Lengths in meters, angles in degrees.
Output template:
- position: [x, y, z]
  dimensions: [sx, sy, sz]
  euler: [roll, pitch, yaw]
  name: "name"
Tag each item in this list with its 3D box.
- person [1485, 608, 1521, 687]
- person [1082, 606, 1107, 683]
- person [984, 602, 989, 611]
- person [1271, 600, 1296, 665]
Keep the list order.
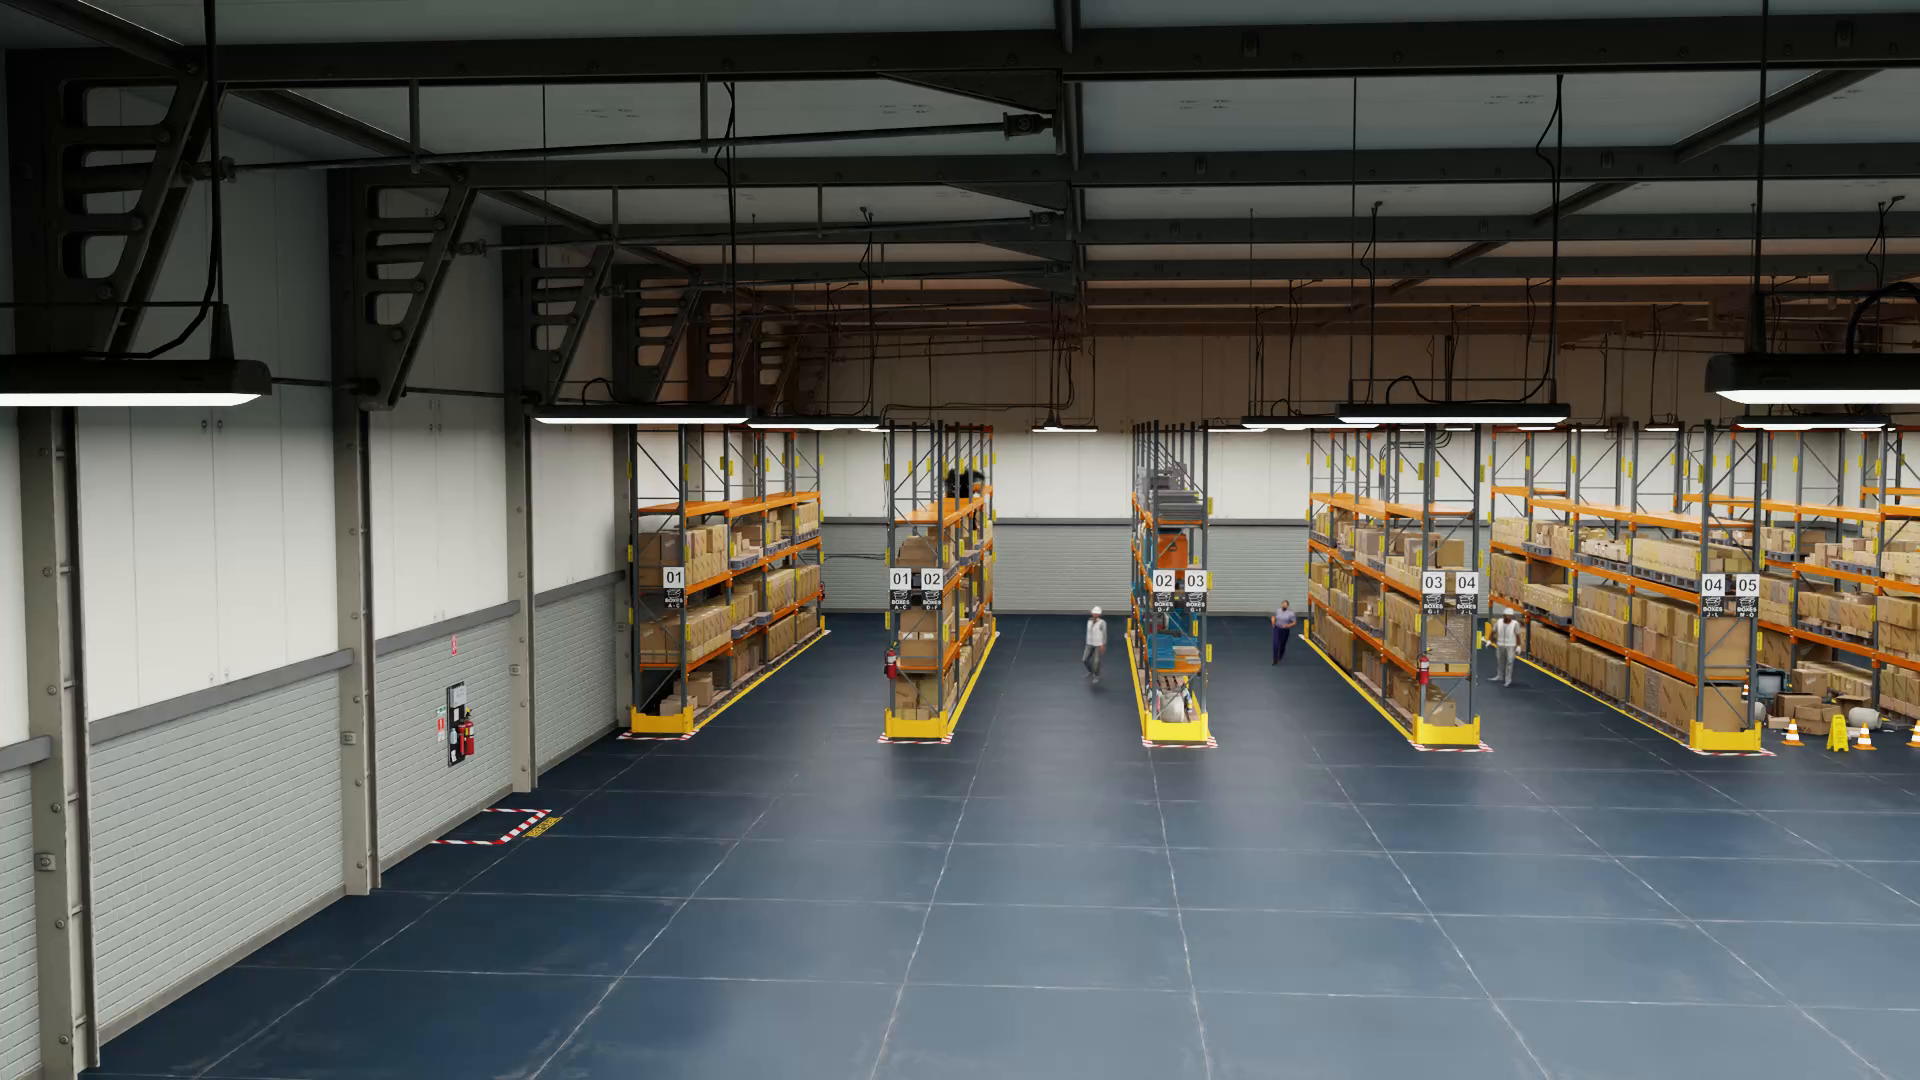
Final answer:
- position: [12.475, 2.435, 38.152]
  dimensions: [0.748, 1.771, 0.771]
  euler: [2, 4, 35]
  name: "person"
- position: [3.119, 2.419, 38.390]
  dimensions: [0.642, 1.794, 0.468]
  euler: [3, 4, 36]
  name: "person"
- position: [0.570, 1.851, 48.447]
  dimensions: [0.648, 1.679, 0.608]
  euler: [1, 4, 18]
  name: "person"
- position: [8.088, 2.311, 41.588]
  dimensions: [0.645, 1.626, 0.753]
  euler: [1, 4, 20]
  name: "person"
